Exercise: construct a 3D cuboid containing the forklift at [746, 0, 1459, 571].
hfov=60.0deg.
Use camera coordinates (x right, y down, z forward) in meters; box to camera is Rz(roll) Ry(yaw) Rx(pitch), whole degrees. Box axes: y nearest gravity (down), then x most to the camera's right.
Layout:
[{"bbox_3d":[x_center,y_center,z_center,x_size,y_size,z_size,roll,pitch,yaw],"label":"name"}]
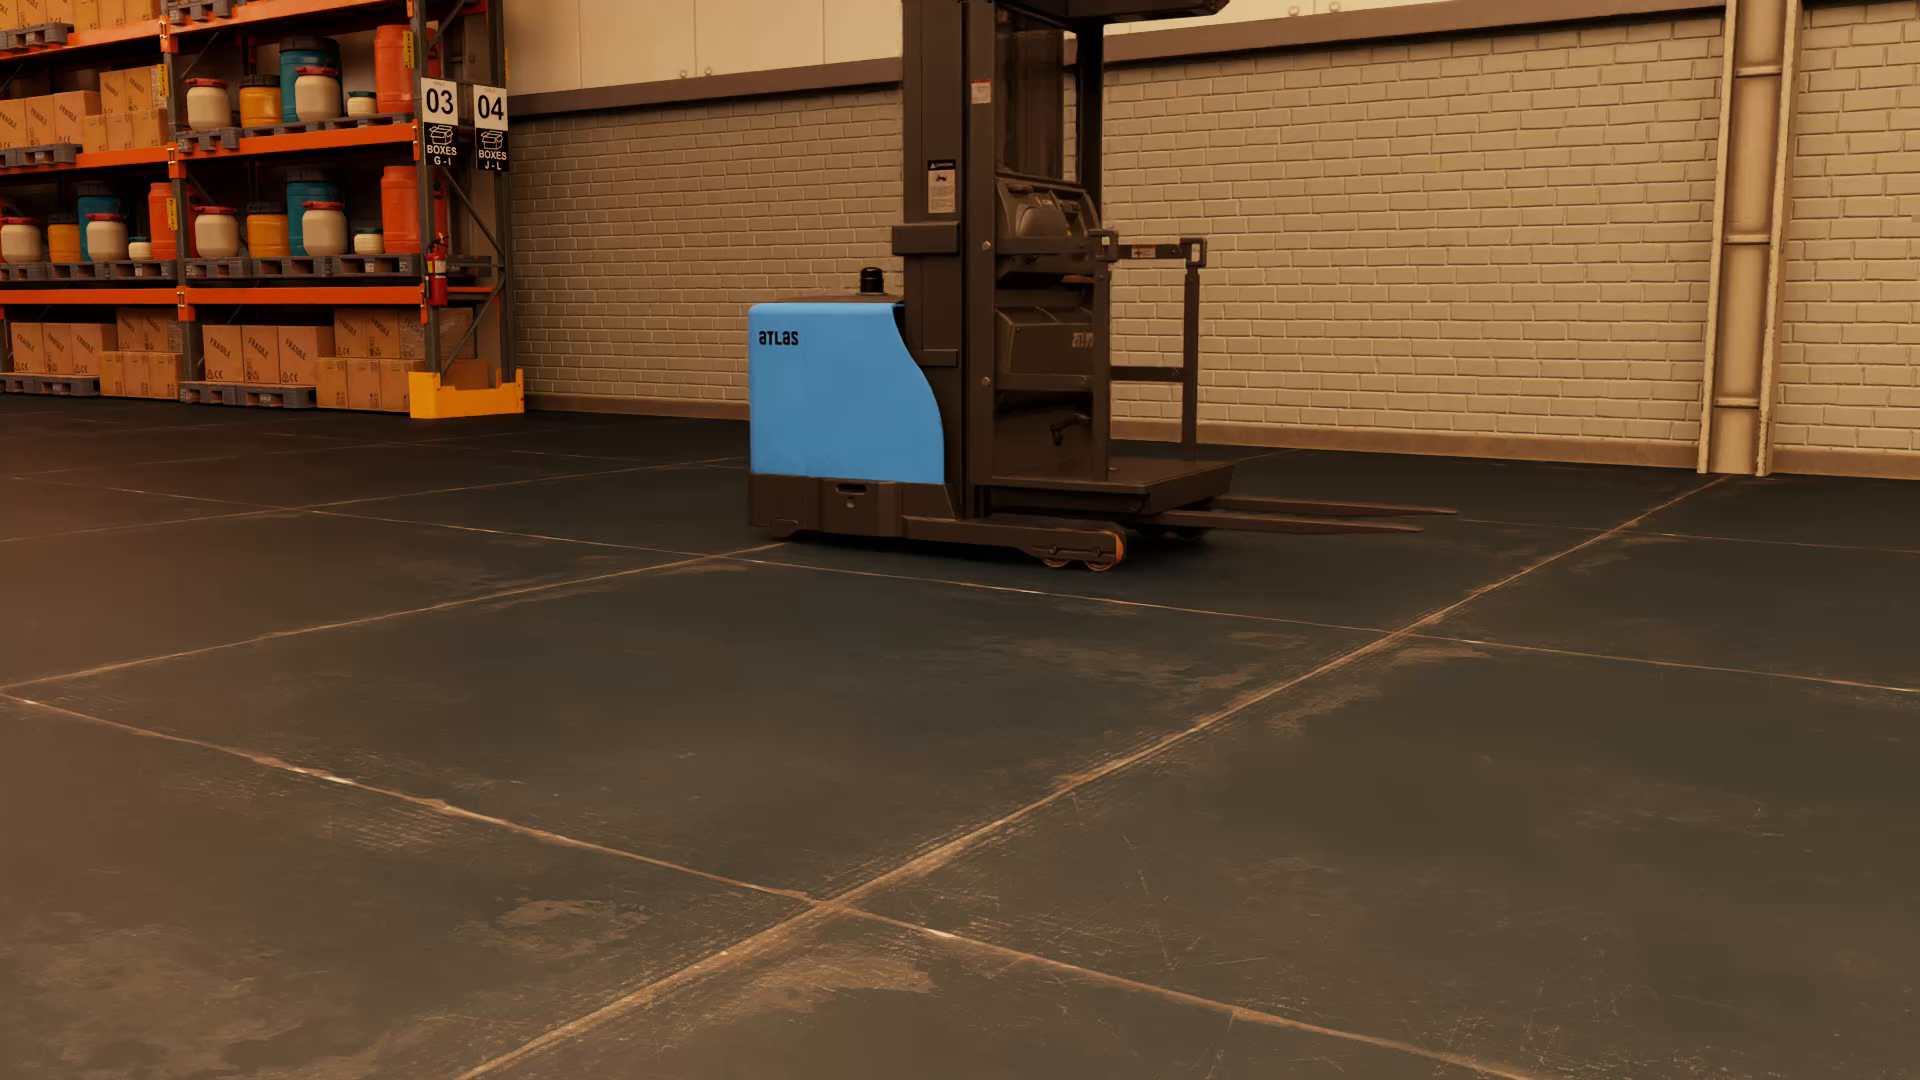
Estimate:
[{"bbox_3d":[0.570,-1.410,7.109,3.031,2.935,1.130,4,9,28],"label":"forklift"}]
